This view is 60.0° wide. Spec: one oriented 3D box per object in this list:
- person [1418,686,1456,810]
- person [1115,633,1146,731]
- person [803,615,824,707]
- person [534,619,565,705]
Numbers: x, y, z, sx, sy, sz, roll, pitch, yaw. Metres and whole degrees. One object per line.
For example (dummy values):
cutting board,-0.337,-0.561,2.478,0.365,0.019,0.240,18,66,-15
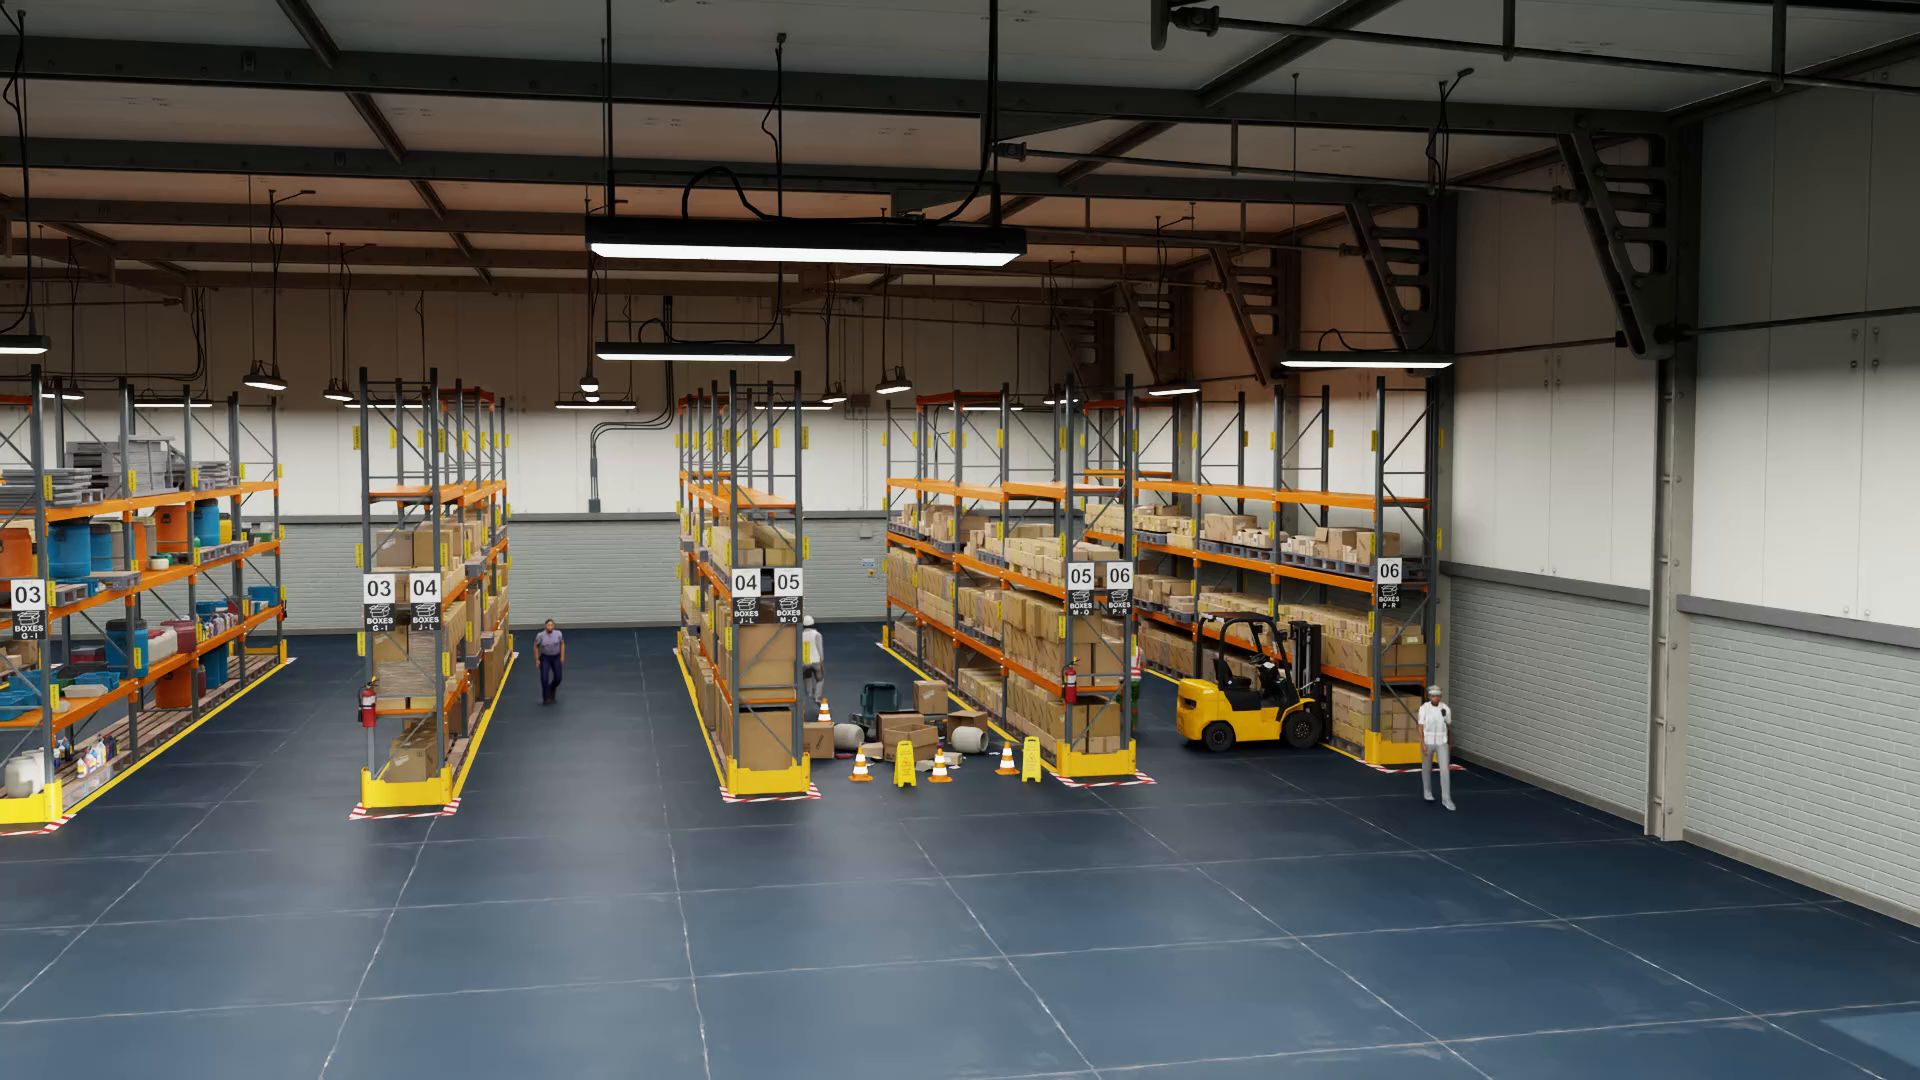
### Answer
person,6.529,2.801,22.785,0.491,1.639,0.908,1,3,12
person,2.941,2.444,28.982,0.659,1.682,0.793,-1,3,-10
person,-2.777,2.243,30.837,0.579,1.695,0.565,0,3,-2
person,-7.863,2.307,31.836,0.571,1.631,0.537,-1,4,-21
